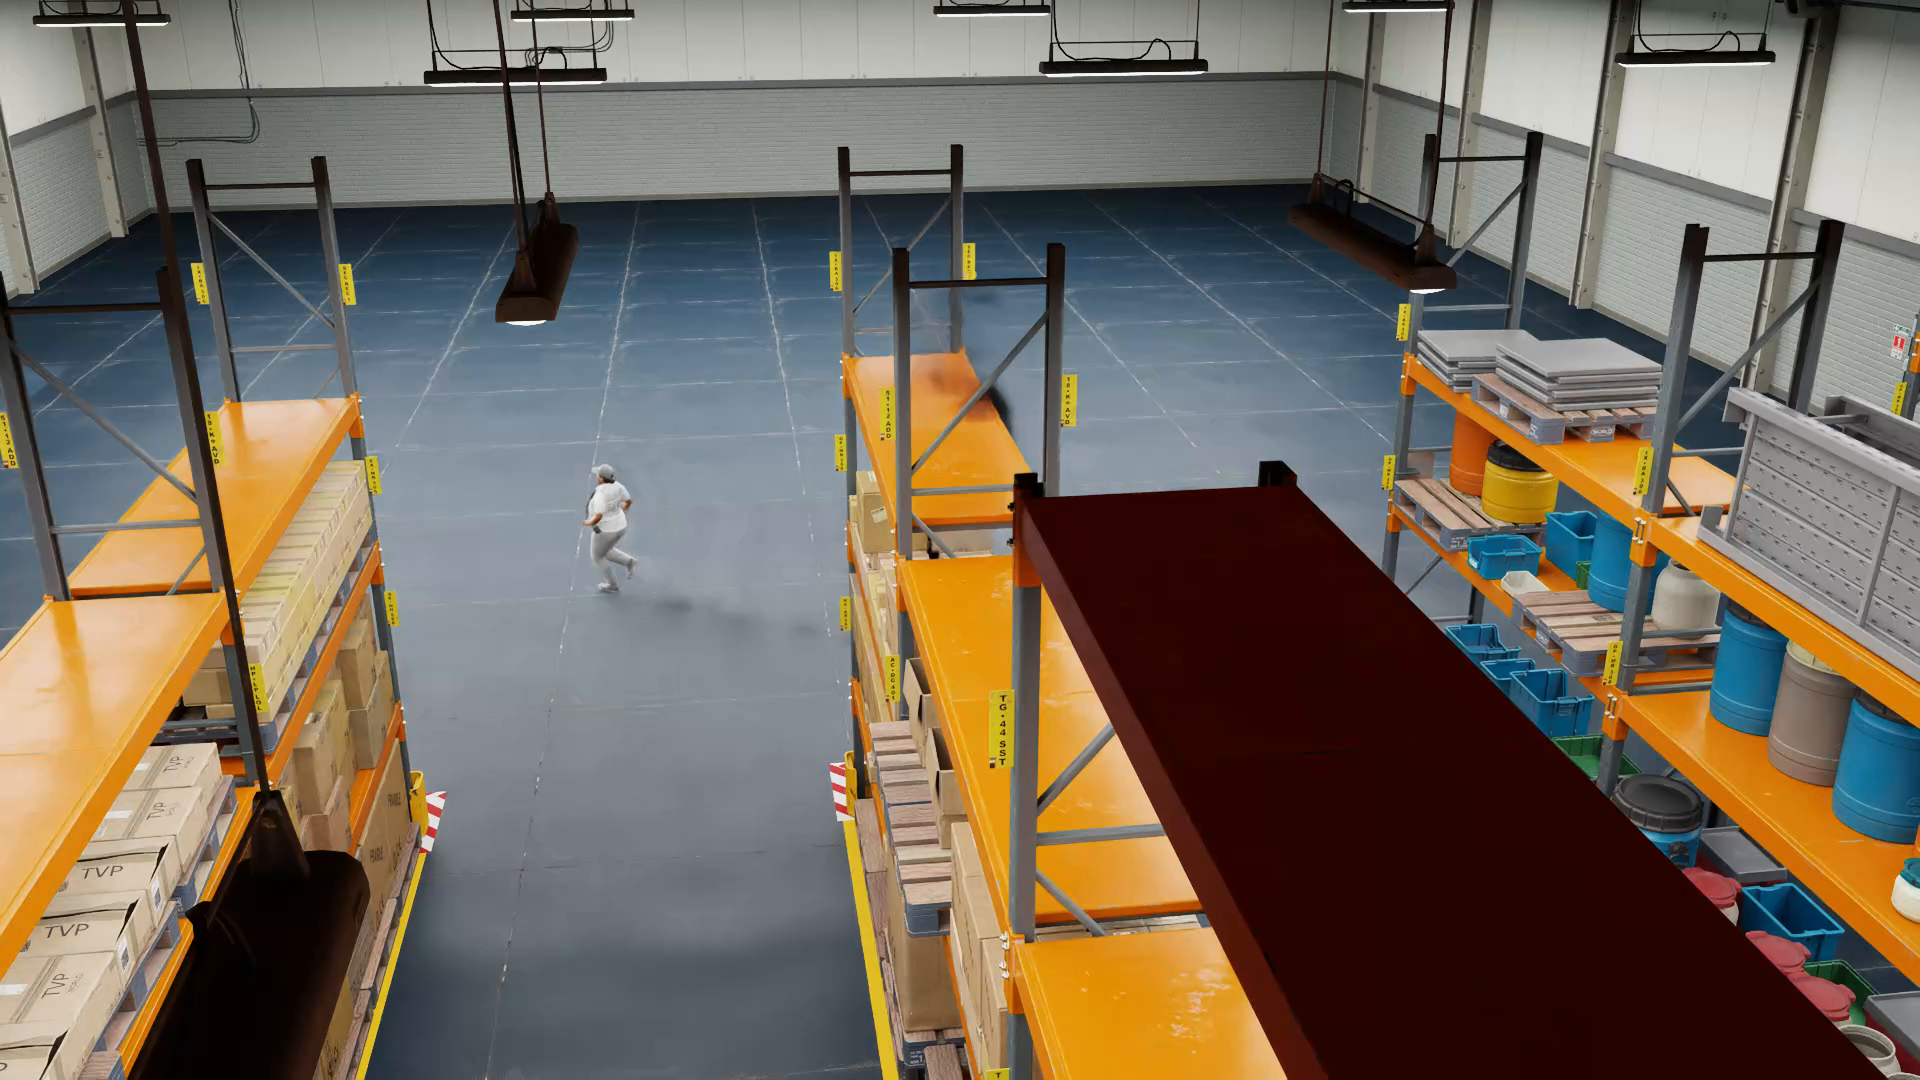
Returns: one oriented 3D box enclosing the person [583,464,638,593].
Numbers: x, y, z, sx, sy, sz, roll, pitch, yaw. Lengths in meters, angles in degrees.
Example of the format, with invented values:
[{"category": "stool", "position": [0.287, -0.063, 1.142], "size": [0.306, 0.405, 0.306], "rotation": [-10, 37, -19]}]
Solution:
[{"category": "person", "position": [-4.187, -0.140, 19.826], "size": [0.542, 1.612, 0.604], "rotation": [9, 23, 21]}]
